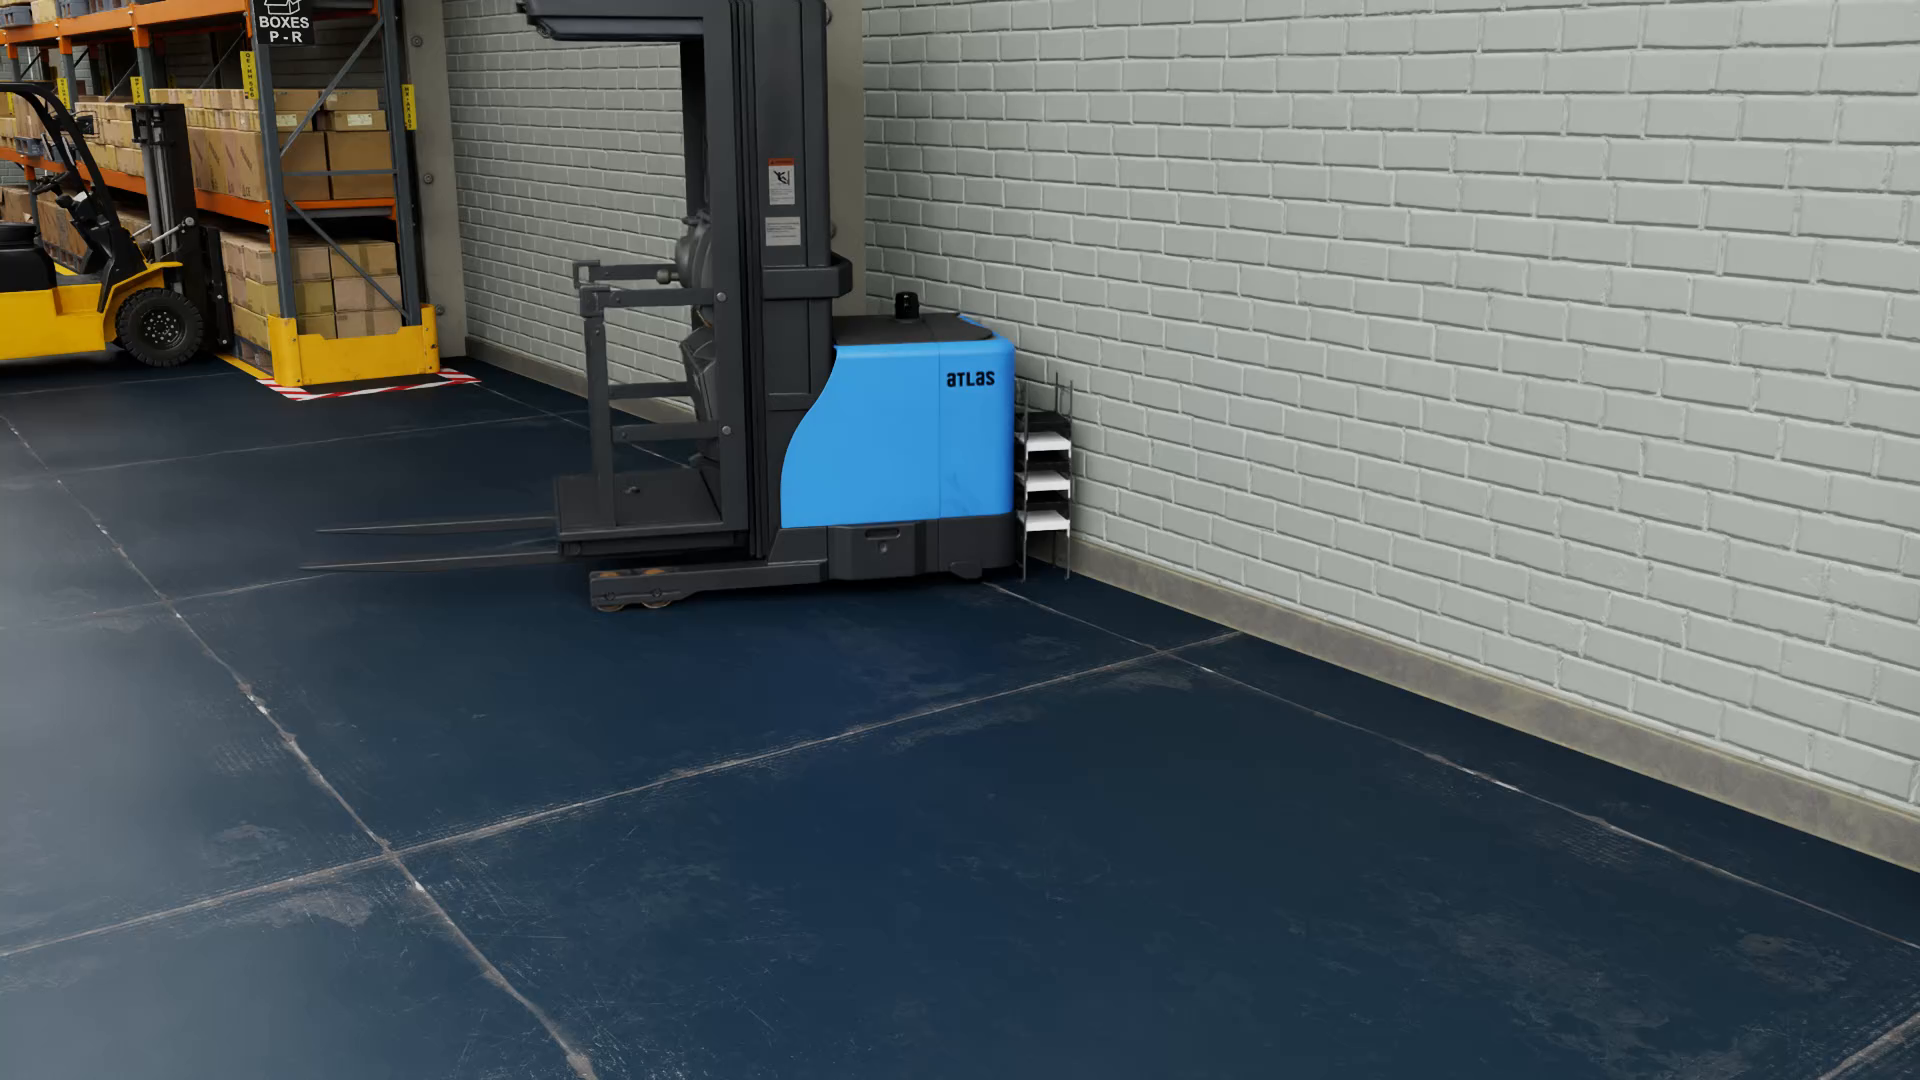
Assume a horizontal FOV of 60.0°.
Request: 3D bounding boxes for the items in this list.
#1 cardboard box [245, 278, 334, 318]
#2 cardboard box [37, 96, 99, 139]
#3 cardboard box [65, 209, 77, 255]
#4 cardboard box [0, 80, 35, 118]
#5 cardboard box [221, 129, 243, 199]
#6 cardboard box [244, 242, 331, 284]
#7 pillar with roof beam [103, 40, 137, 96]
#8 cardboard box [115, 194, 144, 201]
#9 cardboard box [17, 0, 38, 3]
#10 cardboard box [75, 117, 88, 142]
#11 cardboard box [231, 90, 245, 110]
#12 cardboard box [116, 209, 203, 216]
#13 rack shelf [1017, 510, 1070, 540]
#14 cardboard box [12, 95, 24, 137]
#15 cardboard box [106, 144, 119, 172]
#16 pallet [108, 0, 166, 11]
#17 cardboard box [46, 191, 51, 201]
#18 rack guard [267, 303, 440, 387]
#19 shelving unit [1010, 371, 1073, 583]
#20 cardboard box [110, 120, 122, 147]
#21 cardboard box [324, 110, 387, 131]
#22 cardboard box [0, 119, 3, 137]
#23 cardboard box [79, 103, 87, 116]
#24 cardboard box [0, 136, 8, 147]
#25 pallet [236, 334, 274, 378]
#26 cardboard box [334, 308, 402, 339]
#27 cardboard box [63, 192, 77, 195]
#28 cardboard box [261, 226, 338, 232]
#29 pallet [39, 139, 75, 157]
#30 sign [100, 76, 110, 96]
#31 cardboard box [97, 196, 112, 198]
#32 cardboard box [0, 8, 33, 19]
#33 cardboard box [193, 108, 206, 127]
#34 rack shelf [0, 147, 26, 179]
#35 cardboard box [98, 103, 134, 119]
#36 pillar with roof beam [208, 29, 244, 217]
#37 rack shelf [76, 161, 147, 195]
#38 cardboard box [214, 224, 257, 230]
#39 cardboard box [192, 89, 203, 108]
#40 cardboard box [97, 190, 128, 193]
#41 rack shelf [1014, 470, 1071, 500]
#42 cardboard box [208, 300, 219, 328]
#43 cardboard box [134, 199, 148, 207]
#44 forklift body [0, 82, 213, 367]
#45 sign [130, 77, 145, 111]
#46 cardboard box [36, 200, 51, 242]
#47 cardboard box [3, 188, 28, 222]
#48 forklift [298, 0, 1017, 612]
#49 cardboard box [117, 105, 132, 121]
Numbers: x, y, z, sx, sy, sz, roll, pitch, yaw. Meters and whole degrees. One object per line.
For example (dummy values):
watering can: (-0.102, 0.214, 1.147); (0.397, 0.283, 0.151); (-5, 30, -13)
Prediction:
cardboard box: (-5.109, -1.865, 12.675); (0.500, 0.250, 0.500); (-11, 19, -35)
cardboard box: (-10.383, -4.973, 19.572); (0.797, 0.503, 0.637); (-11, 19, -36)
cardboard box: (-10.292, -3.674, 19.758); (0.500, 0.500, 0.500); (-10, 18, -32)
cardboard box: (-13.047, -6.083, 22.919); (0.500, 0.500, 0.500); (-10, 18, -33)
cardboard box: (-5.369, -2.917, 12.863); (0.500, 0.500, 0.500); (-10, 18, -33)
cardboard box: (-5.093, -2.101, 12.589); (0.500, 0.250, 0.500); (-10, 18, -33)
pillar with roof beam: (-14.788, -7.769, 19.414); (9.100, 9.000, 0.400); (-11, 19, -35)
cardboard box: (-9.951, -4.092, 20.057); (0.380, 0.149, 0.250); (-11, 19, -36)
cardboard box: (-10.847, -6.381, 19.519); (0.380, 0.149, 0.250); (-10, 18, -33)
cardboard box: (-9.231, -4.433, 17.928); (0.500, 0.250, 0.500); (-11, 19, -35)
cardboard box: (-5.297, -3.340, 12.617); (0.380, 0.149, 0.250); (-10, 18, -33)
cardboard box: (-8.528, -3.184, 17.731); (0.875, 0.625, 0.625); (-10, 18, -33)
rack shelf: (0.358, -0.075, 7.453); (0.200, 0.077, 0.258); (-4, 16, -14)
cardboard box: (-11.522, -5.368, 21.021); (0.700, 0.500, 0.500); (-10, 18, -33)
cardboard box: (-8.307, -3.868, 16.809); (0.500, 0.250, 0.500); (-10, 18, -33)
pallet: (-7.451, -5.087, 15.662); (0.805, 0.209, 1.217); (-12, 19, -37)
cardboard box: (-11.405, -4.400, 21.179); (0.380, 0.149, 0.250); (-11, 19, -36)
rack guard: (-4.556, -1.482, 12.542); (1.175, 0.500, 0.348); (-11, 19, -35)
shelving unit: (0.358, -0.281, 7.397); (0.210, 0.900, 0.258); (-4, 16, -14)
cardboard box: (-8.022, -3.999, 16.343); (0.500, 0.250, 0.500); (-10, 18, -33)
cardboard box: (-4.560, -3.166, 12.544); (0.380, 0.149, 0.250); (-11, 19, -36)
cardboard box: (-13.014, -5.720, 23.014); (0.500, 0.250, 0.500); (-11, 19, -36)
cardboard box: (-9.167, -4.591, 17.751); (0.380, 0.149, 0.250); (-10, 18, -33)
cardboard box: (-13.118, -5.539, 23.108); (0.380, 0.149, 0.250); (-10, 18, -33)
pallet: (-5.054, -1.504, 13.172); (1.003, 0.211, 1.213); (-11, 19, -35)
cardboard box: (-4.701, -1.704, 13.033); (0.500, 0.250, 0.500); (-11, 19, -34)
cardboard box: (-10.812, -4.178, 20.368); (0.380, 0.149, 0.250); (-10, 18, -33)
cardboard box: (-5.577, -2.508, 14.077); (0.500, 0.250, 0.500); (-11, 19, -36)
pallet: (-10.421, -4.723, 20.013); (1.003, 0.211, 1.213); (-11, 19, -35)
sign: (-11.179, -5.900, 21.758); (0.100, 0.325, 0.005); (-11, 19, -35)
cardboard box: (-10.192, -3.957, 19.561); (0.380, 0.149, 0.250); (-10, 18, -33)
cardboard box: (-12.112, -6.837, 21.412); (0.500, 0.250, 0.500); (-11, 19, -34)
cardboard box: (-6.054, -3.465, 13.638); (0.380, 0.149, 0.250); (-11, 19, -36)
rack shelf: (-12.802, -5.335, 23.249); (1.077, 0.370, 4.000); (-11, 19, -35)
cardboard box: (-8.557, -4.374, 16.957); (0.380, 0.149, 0.250); (-10, 18, -33)
pillar with roof beam: (-11.260, -6.488, 14.733); (9.100, 9.000, 0.400); (-11, 19, -35)
rack shelf: (-8.098, -3.627, 17.007); (1.077, 0.370, 4.000); (-11, 19, -35)
cardboard box: (-6.297, -2.538, 14.186); (0.500, 0.250, 0.500); (-10, 18, -33)
cardboard box: (-6.153, -3.674, 13.837); (0.380, 0.149, 0.250); (-11, 19, -35)
cardboard box: (-10.577, -4.307, 20.842); (0.380, 0.149, 0.250); (-10, 18, -33)
rack shelf: (0.358, -0.249, 7.406); (0.200, 0.077, 0.258); (-4, 16, -14)
cardboard box: (-5.997, -1.943, 13.907); (0.500, 0.250, 0.500); (-10, 18, -33)
cardboard box: (-9.328, -3.870, 19.245); (0.380, 0.149, 0.250); (-10, 18, -32)
forklift body: (-7.161, -2.405, 12.788); (2.313, 2.155, 1.214); (-11, 19, -35)
sign: (-7.355, -3.981, 14.894); (0.100, 0.325, 0.005); (-11, 19, -35)
cardboard box: (-11.523, -4.113, 21.363); (0.500, 0.500, 0.500); (-10, 18, -32)
cardboard box: (-13.224, -4.772, 23.769); (0.700, 0.500, 0.500); (-10, 18, -32)
forklift: (-1.323, -1.264, 7.144); (3.031, 2.935, 1.130); (-4, 16, -14)
cardboard box: (-7.832, -4.094, 15.936); (0.380, 0.149, 0.250); (-12, 19, -36)
